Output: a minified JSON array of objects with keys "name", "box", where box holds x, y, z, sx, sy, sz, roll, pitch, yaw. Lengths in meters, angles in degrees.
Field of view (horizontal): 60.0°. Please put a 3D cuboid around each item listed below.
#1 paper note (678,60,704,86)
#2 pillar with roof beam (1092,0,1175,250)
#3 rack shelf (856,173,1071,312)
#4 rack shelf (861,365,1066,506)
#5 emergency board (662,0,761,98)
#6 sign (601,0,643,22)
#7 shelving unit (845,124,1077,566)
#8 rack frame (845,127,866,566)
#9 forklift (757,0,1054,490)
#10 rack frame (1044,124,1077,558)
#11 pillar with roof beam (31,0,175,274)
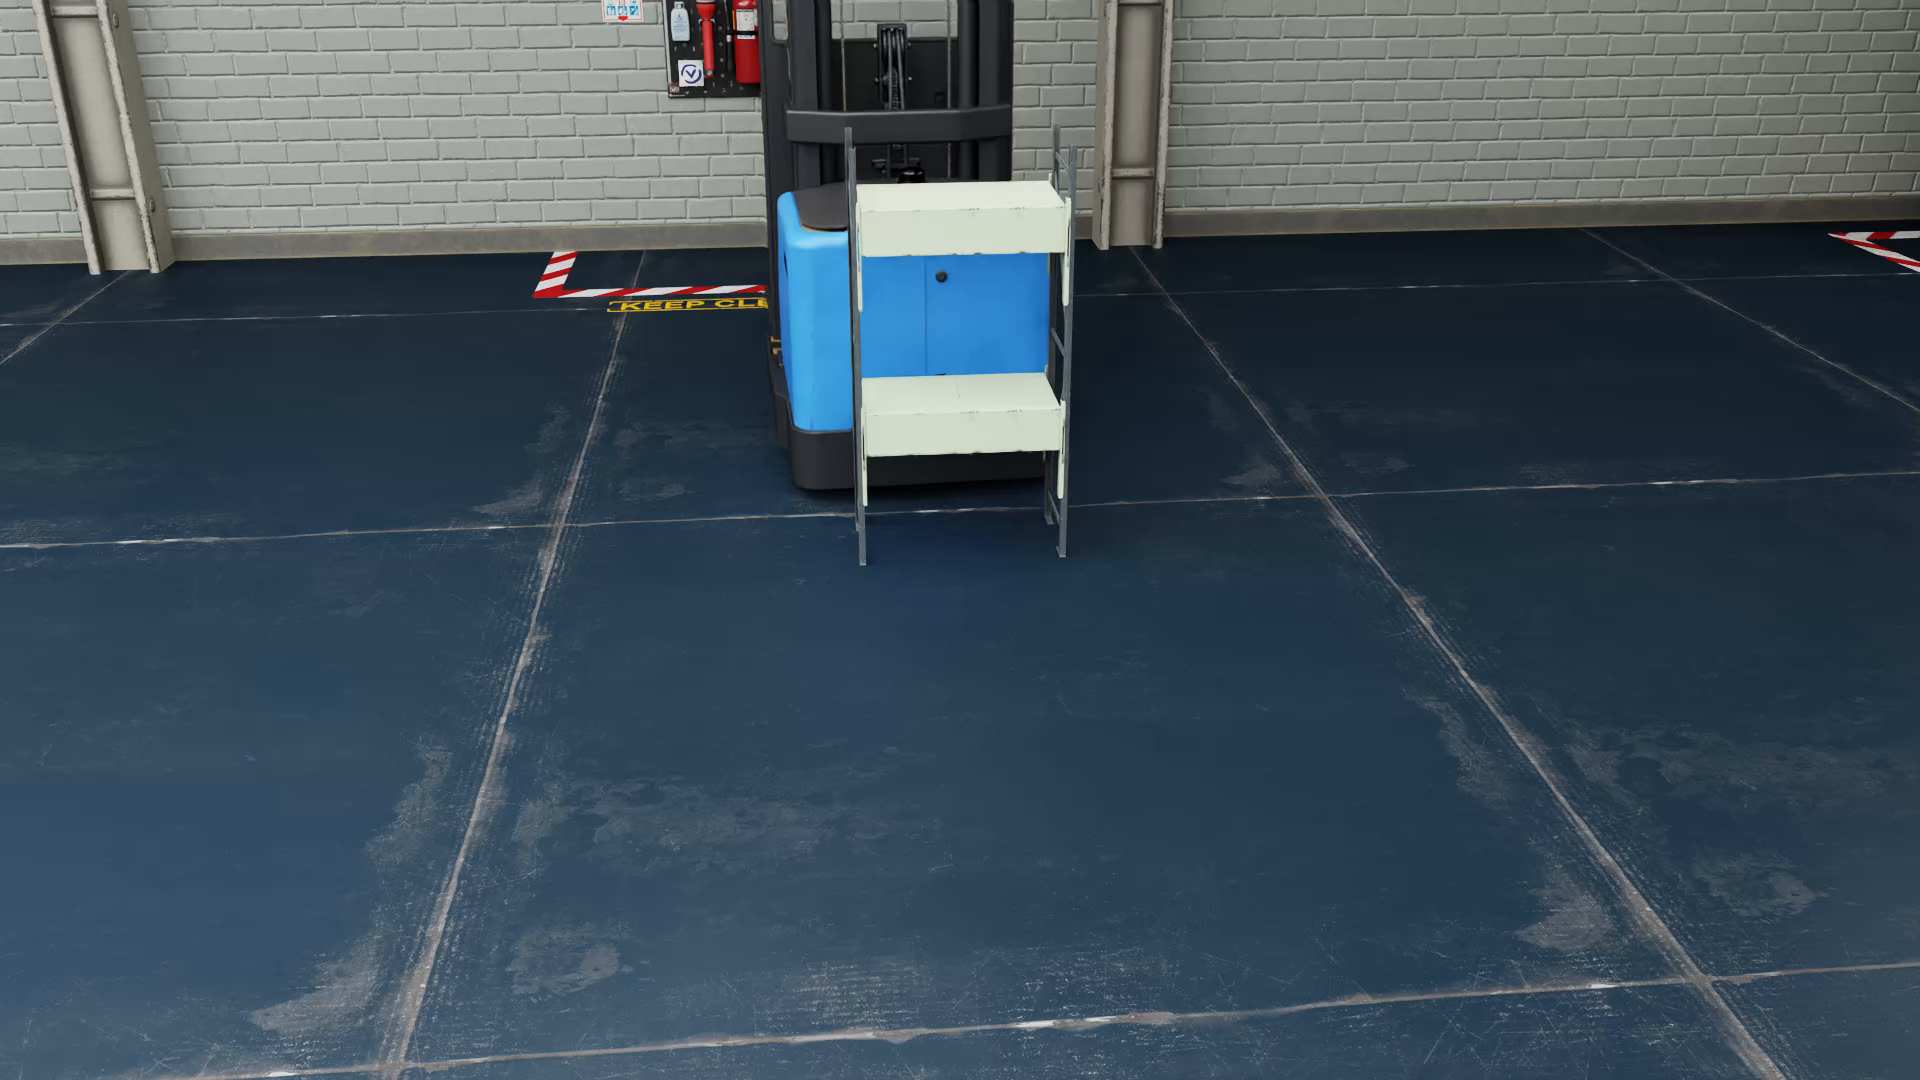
[{"name":"paper note","box":[-1.599,-2.774,9.883,0.142,0.148,0.016,-2,24,-5]},{"name":"pillar with roof beam","box":[1.470,-4.241,4.712,0.400,9.000,9.100,-2,24,-5]},{"name":"rack shelf","box":[-0.007,-1.042,5.786,0.720,0.370,0.431,-2,24,-5]},{"name":"rack shelf","box":[-0.007,-0.387,6.077,0.720,0.370,0.431,-2,24,-5]},{"name":"emergency board","box":[-1.416,-3.156,9.658,0.643,1.169,0.194,-2,24,-5]},{"name":"sign","box":[-1.976,-3.192,9.695,0.234,0.329,0.001,-2,24,-5]},{"name":"shelving unit","box":[-0.007,-0.685,5.945,0.755,1.500,0.431,-2,24,-5]},{"name":"rack frame","box":[-0.371,-0.670,5.912,0.023,1.500,0.400,-2,24,-5]},{"name":"forklift","box":[-0.351,-2.104,7.374,1.130,2.935,3.031,-3,24,-8]},{"name":"rack frame","box":[0.358,-0.700,5.978,0.023,1.500,0.400,-2,24,-5]},{"name":"pillar with roof beam","box":[-4.501,-4.001,4.173,0.400,9.000,9.100,-2,24,-5]}]
